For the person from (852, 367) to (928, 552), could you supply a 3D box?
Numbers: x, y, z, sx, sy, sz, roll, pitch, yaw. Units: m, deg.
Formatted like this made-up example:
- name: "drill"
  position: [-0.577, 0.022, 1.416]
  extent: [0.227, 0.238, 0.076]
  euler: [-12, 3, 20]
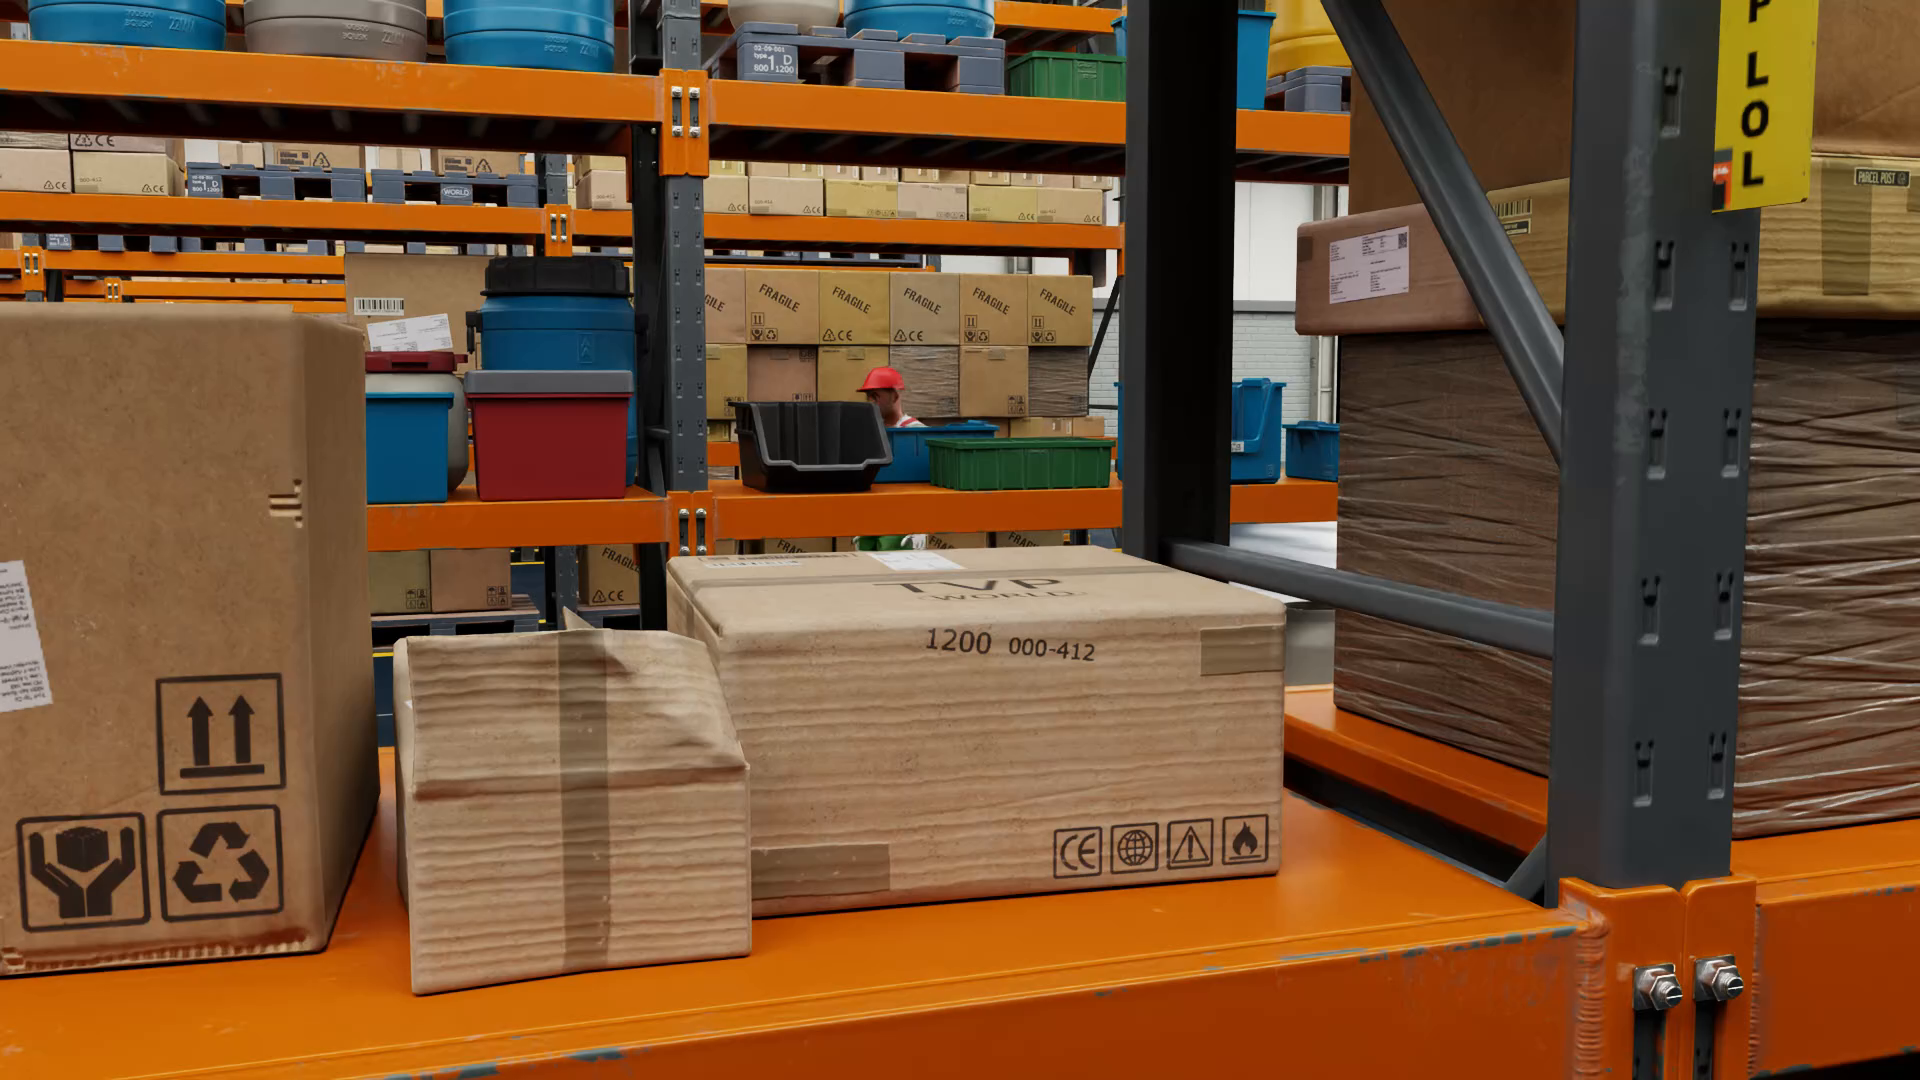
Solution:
- name: "person"
  position: [-0.406, -0.029, 9.026]
  extent: [0.576, 1.815, 0.423]
  euler: [6, 8, 45]
